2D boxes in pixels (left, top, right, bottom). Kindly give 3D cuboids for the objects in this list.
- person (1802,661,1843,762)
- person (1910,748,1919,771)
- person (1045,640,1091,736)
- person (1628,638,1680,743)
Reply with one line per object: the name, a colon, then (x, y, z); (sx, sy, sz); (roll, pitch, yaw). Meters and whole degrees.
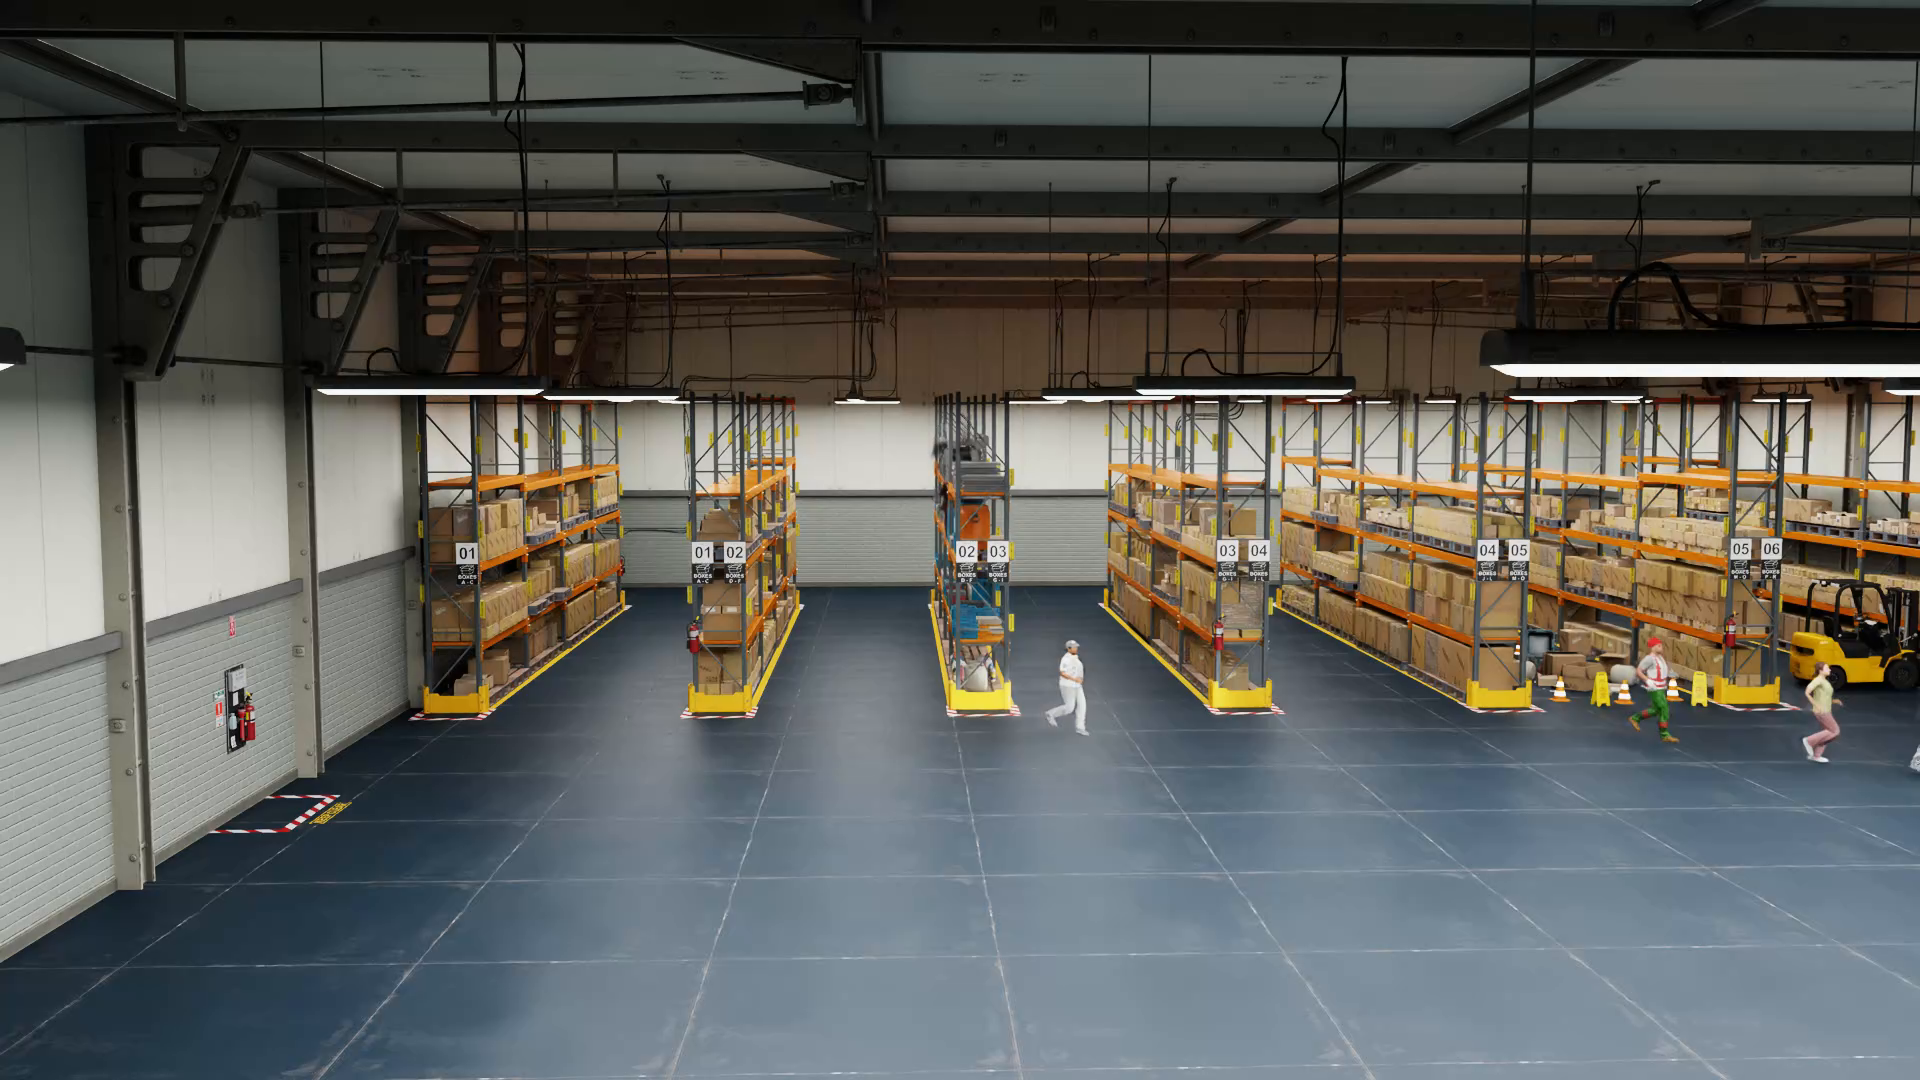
person: (13.900, 2.776, 26.774); (0.540, 1.607, 0.575); (4, 6, 38)
person: (15.118, 2.788, 25.624); (0.782, 1.844, 0.656); (5, 6, 45)
person: (1.912, 2.583, 29.152); (0.835, 1.678, 0.621); (2, 5, 28)
person: (11.901, 2.556, 28.502); (0.918, 1.766, 0.670); (4, 6, 44)
